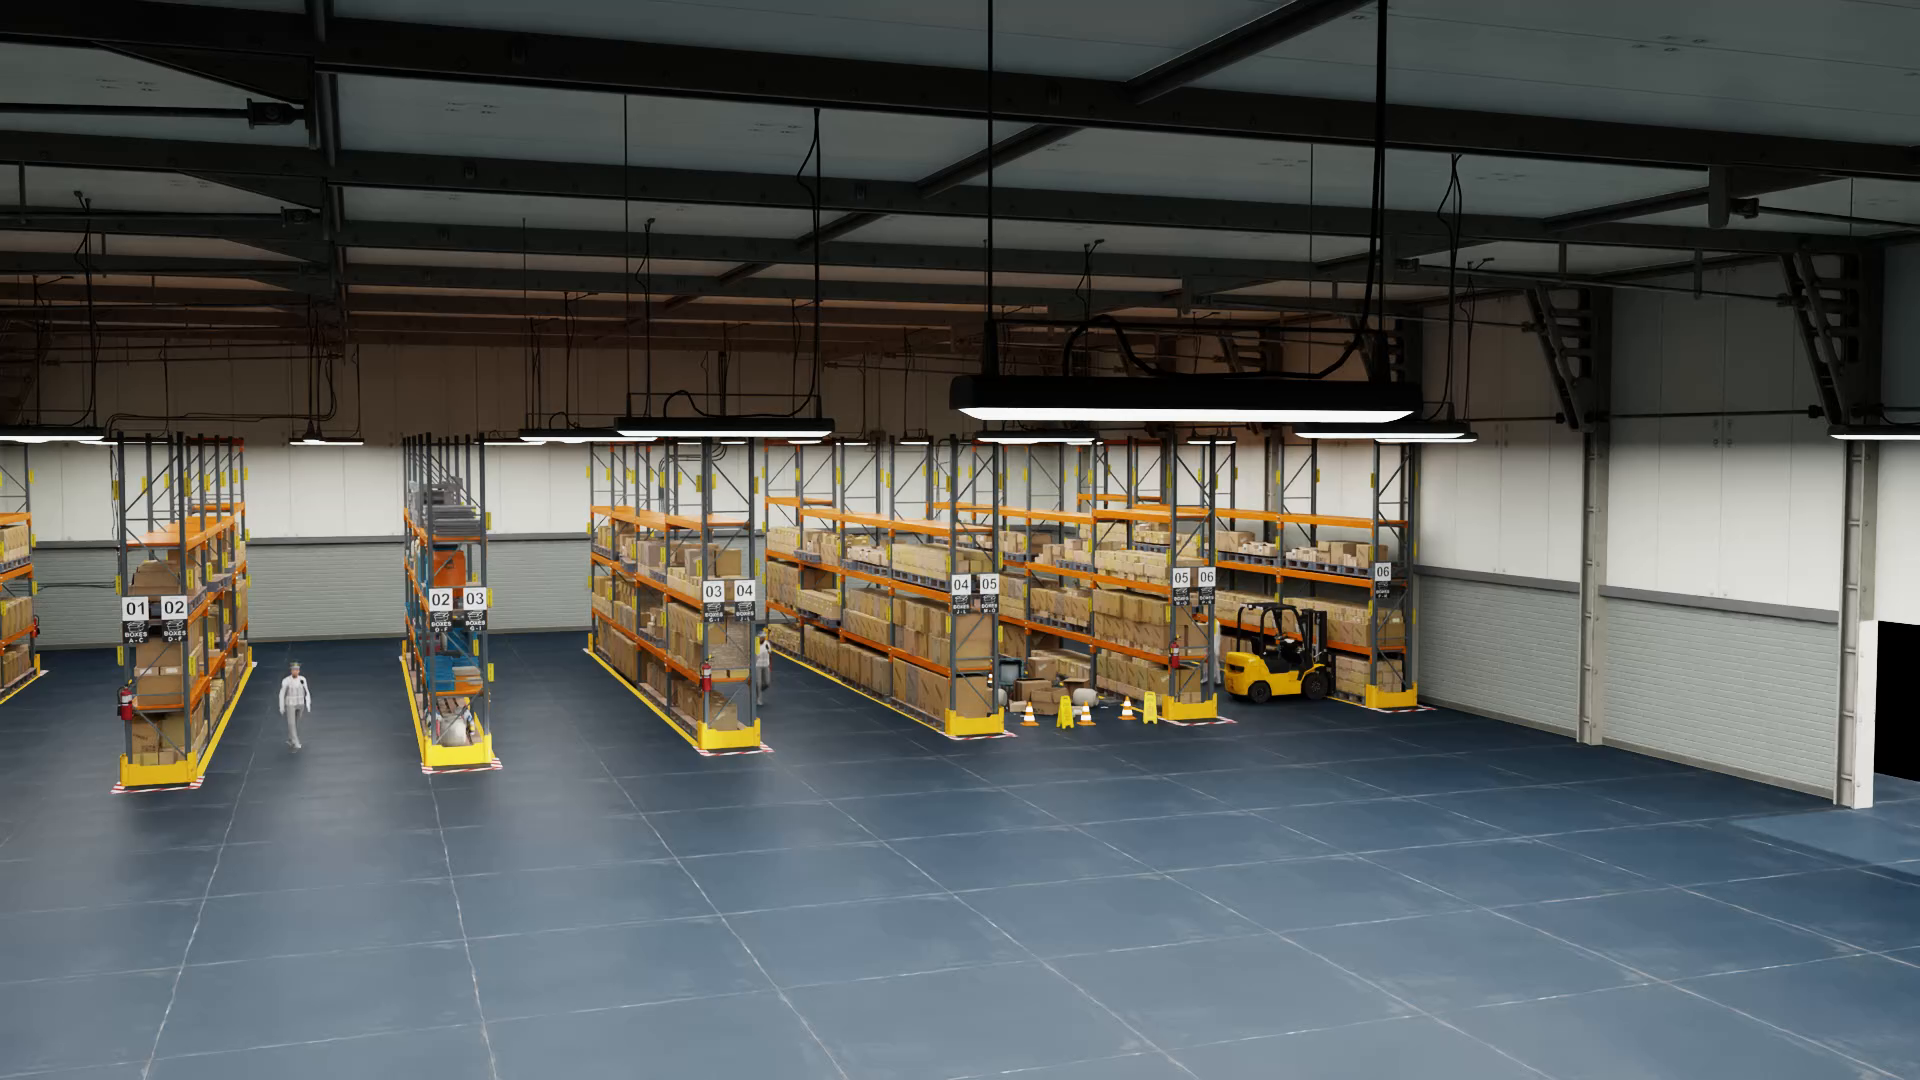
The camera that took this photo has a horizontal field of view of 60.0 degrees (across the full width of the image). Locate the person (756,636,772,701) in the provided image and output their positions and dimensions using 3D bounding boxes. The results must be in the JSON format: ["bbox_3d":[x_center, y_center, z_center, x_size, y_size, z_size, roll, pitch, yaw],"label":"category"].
[{"bbox_3d":[-4.485,2.812,37.276,0.540,1.554,0.482,-2,4,-27],"label":"person"}]

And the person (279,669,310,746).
[{"bbox_3d":[-12.647,3.107,31.608,0.807,1.525,0.503,3,4,41],"label":"person"}]

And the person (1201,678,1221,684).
[{"bbox_3d":[6.038,3.430,40.321,0.329,0.190,0.595,-2,4,-31],"label":"person"}]
